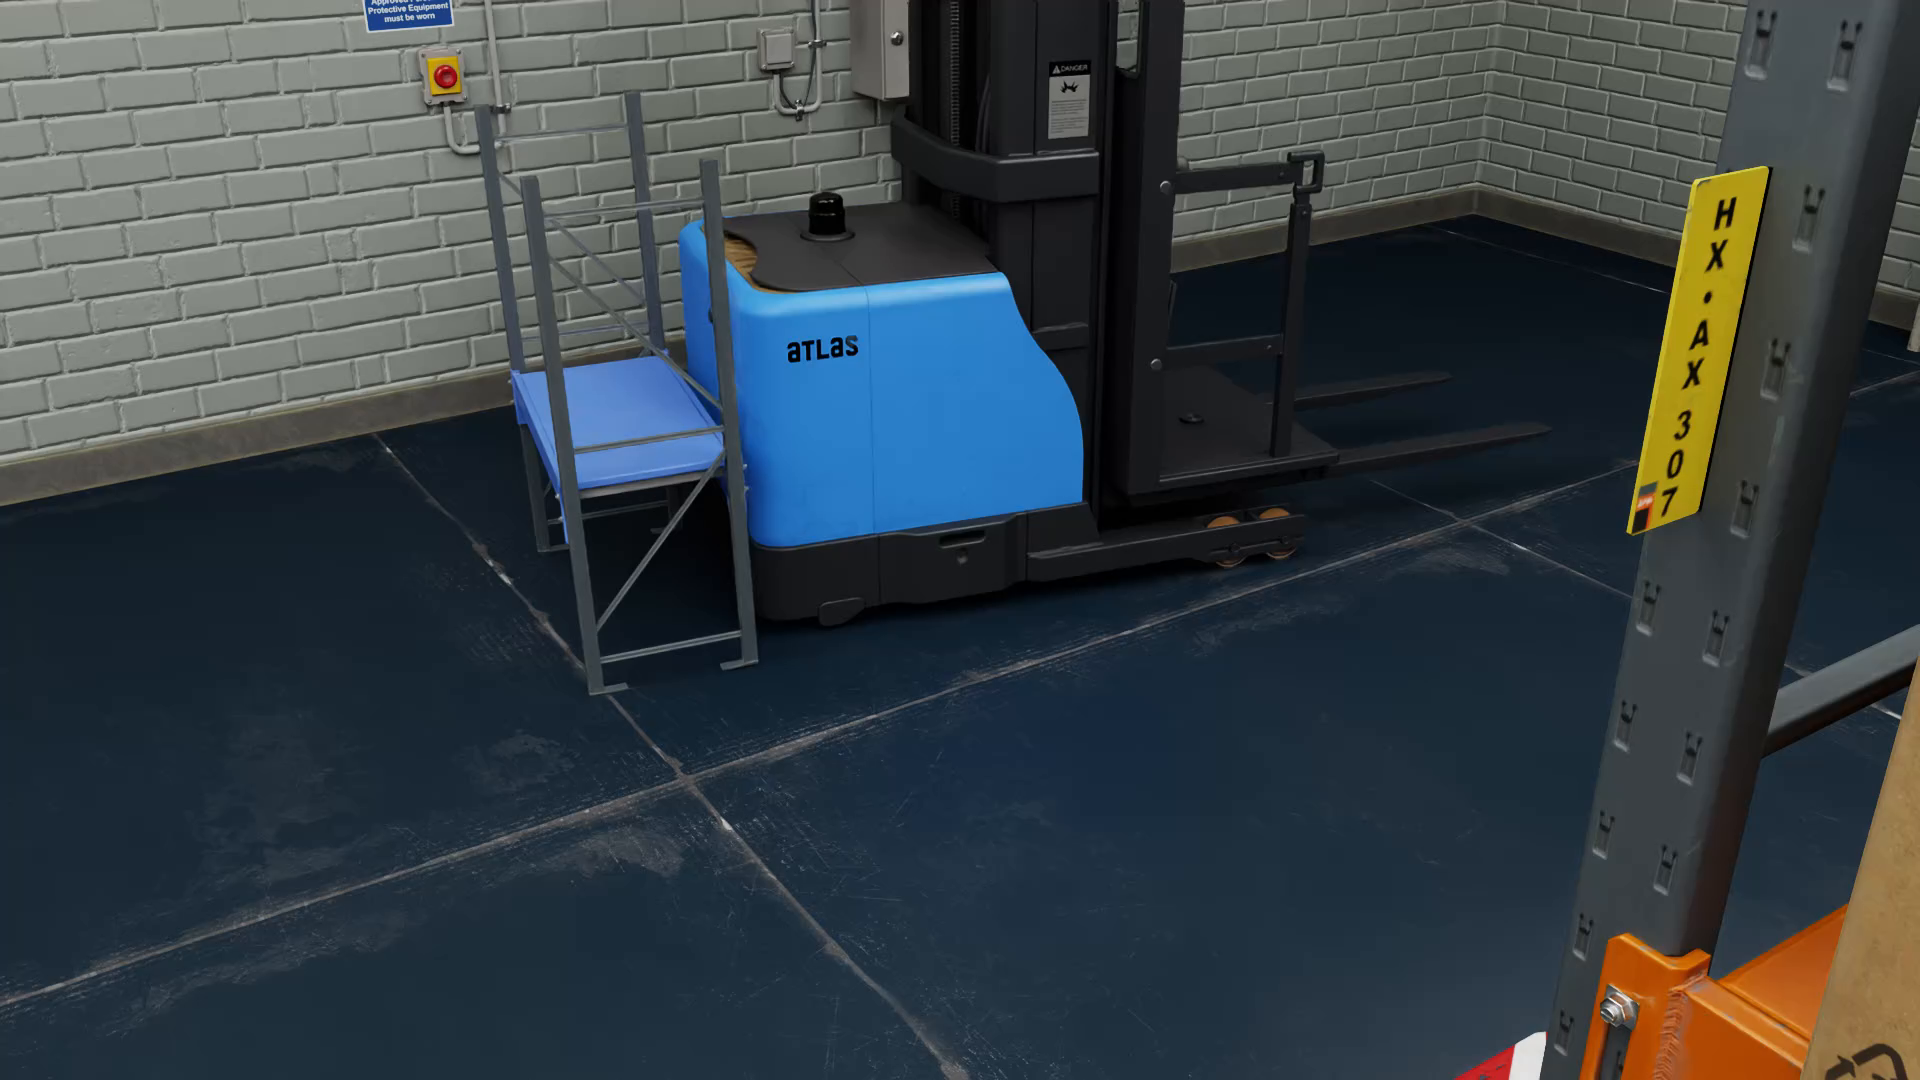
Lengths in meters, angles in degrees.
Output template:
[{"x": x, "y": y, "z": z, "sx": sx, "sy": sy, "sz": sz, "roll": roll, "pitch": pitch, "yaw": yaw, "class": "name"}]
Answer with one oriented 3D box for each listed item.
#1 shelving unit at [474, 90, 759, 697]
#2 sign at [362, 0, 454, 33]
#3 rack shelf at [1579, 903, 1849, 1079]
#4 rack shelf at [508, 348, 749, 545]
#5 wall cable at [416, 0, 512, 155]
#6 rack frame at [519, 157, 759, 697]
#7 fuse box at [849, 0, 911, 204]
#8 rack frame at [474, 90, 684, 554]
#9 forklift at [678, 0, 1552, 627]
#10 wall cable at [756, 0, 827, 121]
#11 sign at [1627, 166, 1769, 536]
[{"x": -1.035, "y": -0.474, "z": 4.986, "sx": 0.538, "sy": 1.500, "sz": 1.048, "roll": -10, "pitch": 27, "yaw": -18, "class": "shelving unit"}, {"x": -2.051, "y": -2.007, "z": 6.171, "sx": 0.327, "sy": 0.218, "sz": 0.001, "roll": -16, "pitch": 29, "yaw": -30, "class": "sign"}, {"x": 2.212, "y": 1.178, "z": 0.583, "sx": 1.077, "sy": 0.370, "sz": 4.000, "roll": -16, "pitch": 29, "yaw": -30, "class": "rack shelf"}, {"x": -1.031, "y": -0.312, "z": 5.064, "sx": 0.538, "sy": 0.185, "sz": 1.000, "roll": -10, "pitch": 27, "yaw": -18, "class": "rack shelf"}, {"x": -1.977, "y": -2.348, "z": 5.982, "sx": 0.585, "sy": 1.953, "sz": 0.123, "roll": -16, "pitch": 29, "yaw": -30, "class": "wall cable"}, {"x": -0.851, "y": -0.272, "z": 4.557, "sx": 0.500, "sy": 1.500, "sz": 0.032, "roll": -10, "pitch": 27, "yaw": -18, "class": "rack frame"}, {"x": -0.138, "y": -1.729, "z": 7.407, "sx": 0.539, "sy": 1.711, "sz": 0.414, "roll": -16, "pitch": 29, "yaw": -30, "class": "fuse box"}, {"x": -1.218, "y": -0.677, "z": 5.415, "sx": 0.500, "sy": 1.500, "sz": 0.032, "roll": -10, "pitch": 27, "yaw": -18, "class": "rack frame"}, {"x": 0.635, "y": -1.436, "z": 5.359, "sx": 3.031, "sy": 2.935, "sz": 1.130, "roll": -9, "pitch": 27, "yaw": -18, "class": "forklift"}, {"x": -0.795, "y": -2.668, "z": 6.698, "sx": 0.588, "sy": 1.984, "sz": 0.122, "roll": -16, "pitch": 29, "yaw": -30, "class": "wall cable"}, {"x": 0.652, "y": -0.163, "z": 1.474, "sx": 0.100, "sy": 0.325, "sz": 0.005, "roll": -16, "pitch": 29, "yaw": -30, "class": "sign"}]
